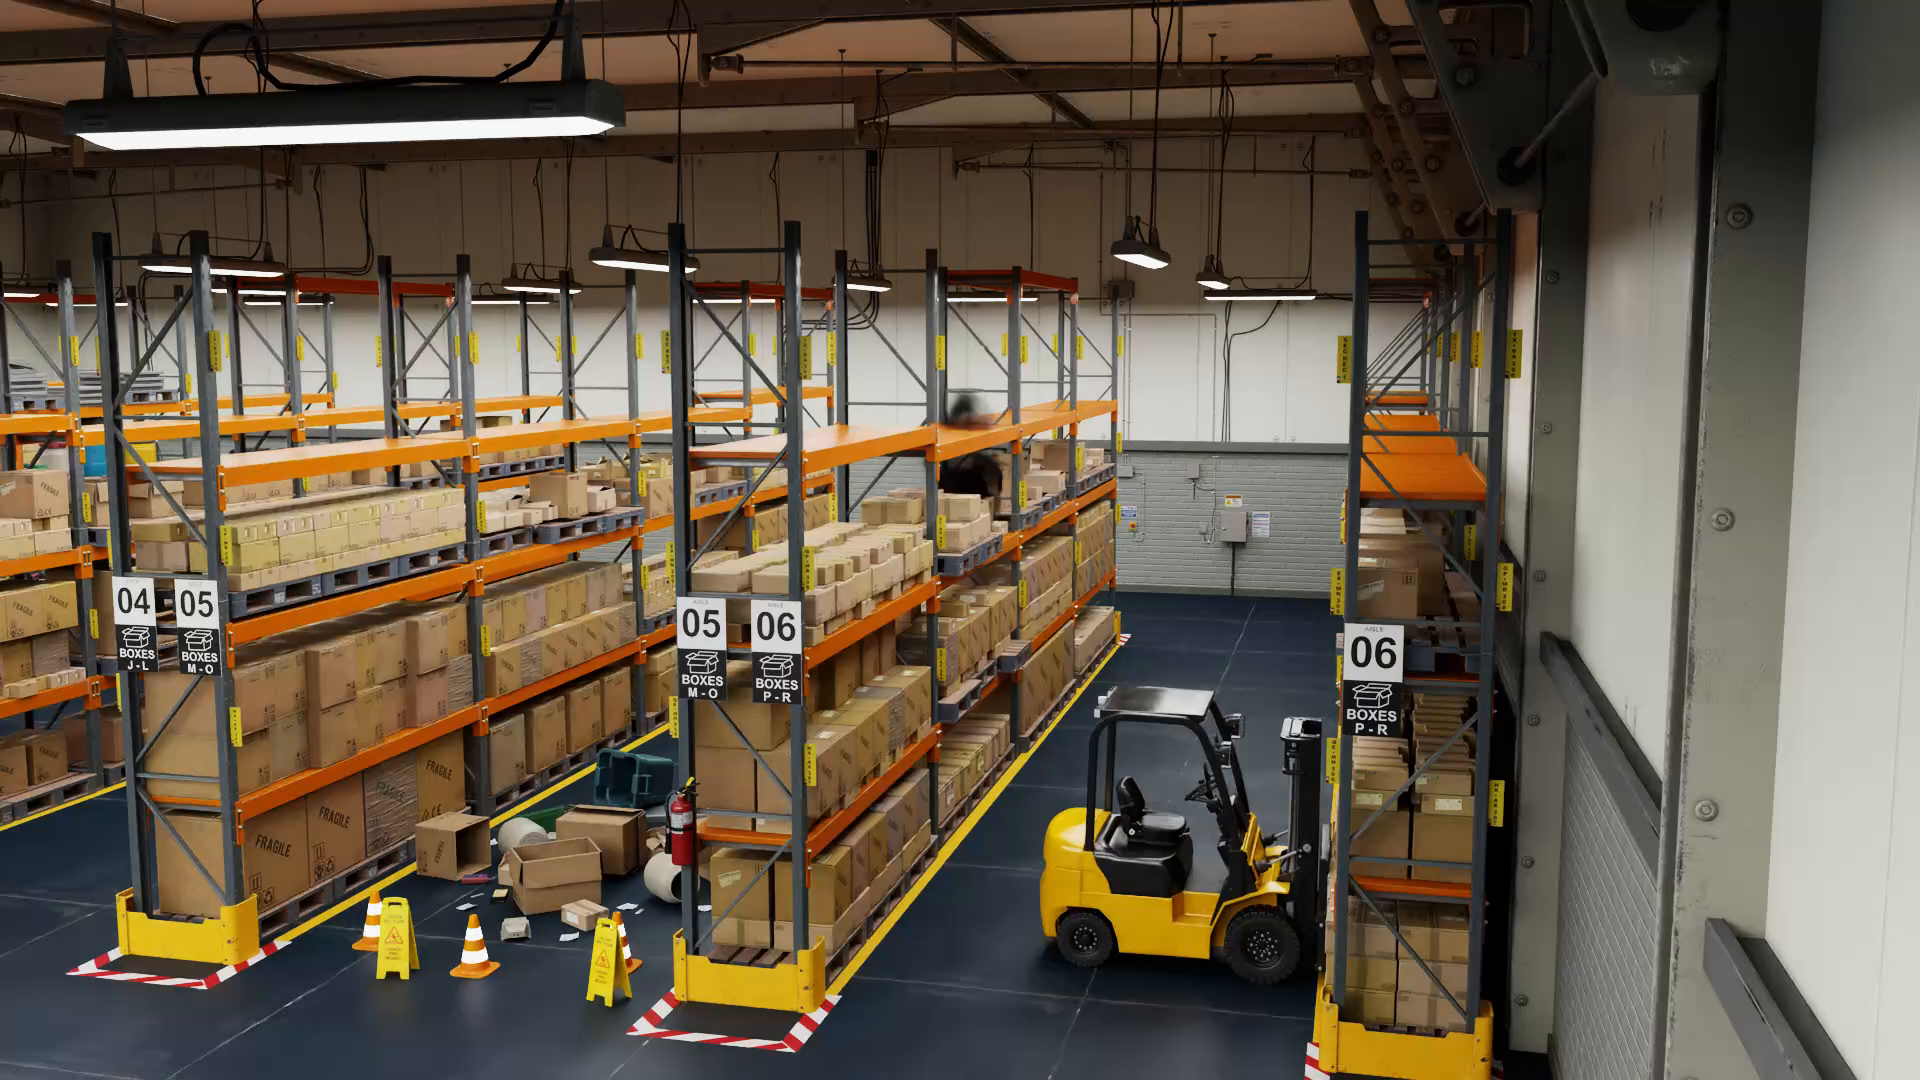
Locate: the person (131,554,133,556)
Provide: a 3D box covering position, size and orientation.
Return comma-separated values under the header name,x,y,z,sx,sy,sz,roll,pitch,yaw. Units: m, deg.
name,x,y,z,sx,sy,sz,roll,pitch,yaw
person,-15.505,0.450,31.575,0.656,1.717,0.571,0,7,2
